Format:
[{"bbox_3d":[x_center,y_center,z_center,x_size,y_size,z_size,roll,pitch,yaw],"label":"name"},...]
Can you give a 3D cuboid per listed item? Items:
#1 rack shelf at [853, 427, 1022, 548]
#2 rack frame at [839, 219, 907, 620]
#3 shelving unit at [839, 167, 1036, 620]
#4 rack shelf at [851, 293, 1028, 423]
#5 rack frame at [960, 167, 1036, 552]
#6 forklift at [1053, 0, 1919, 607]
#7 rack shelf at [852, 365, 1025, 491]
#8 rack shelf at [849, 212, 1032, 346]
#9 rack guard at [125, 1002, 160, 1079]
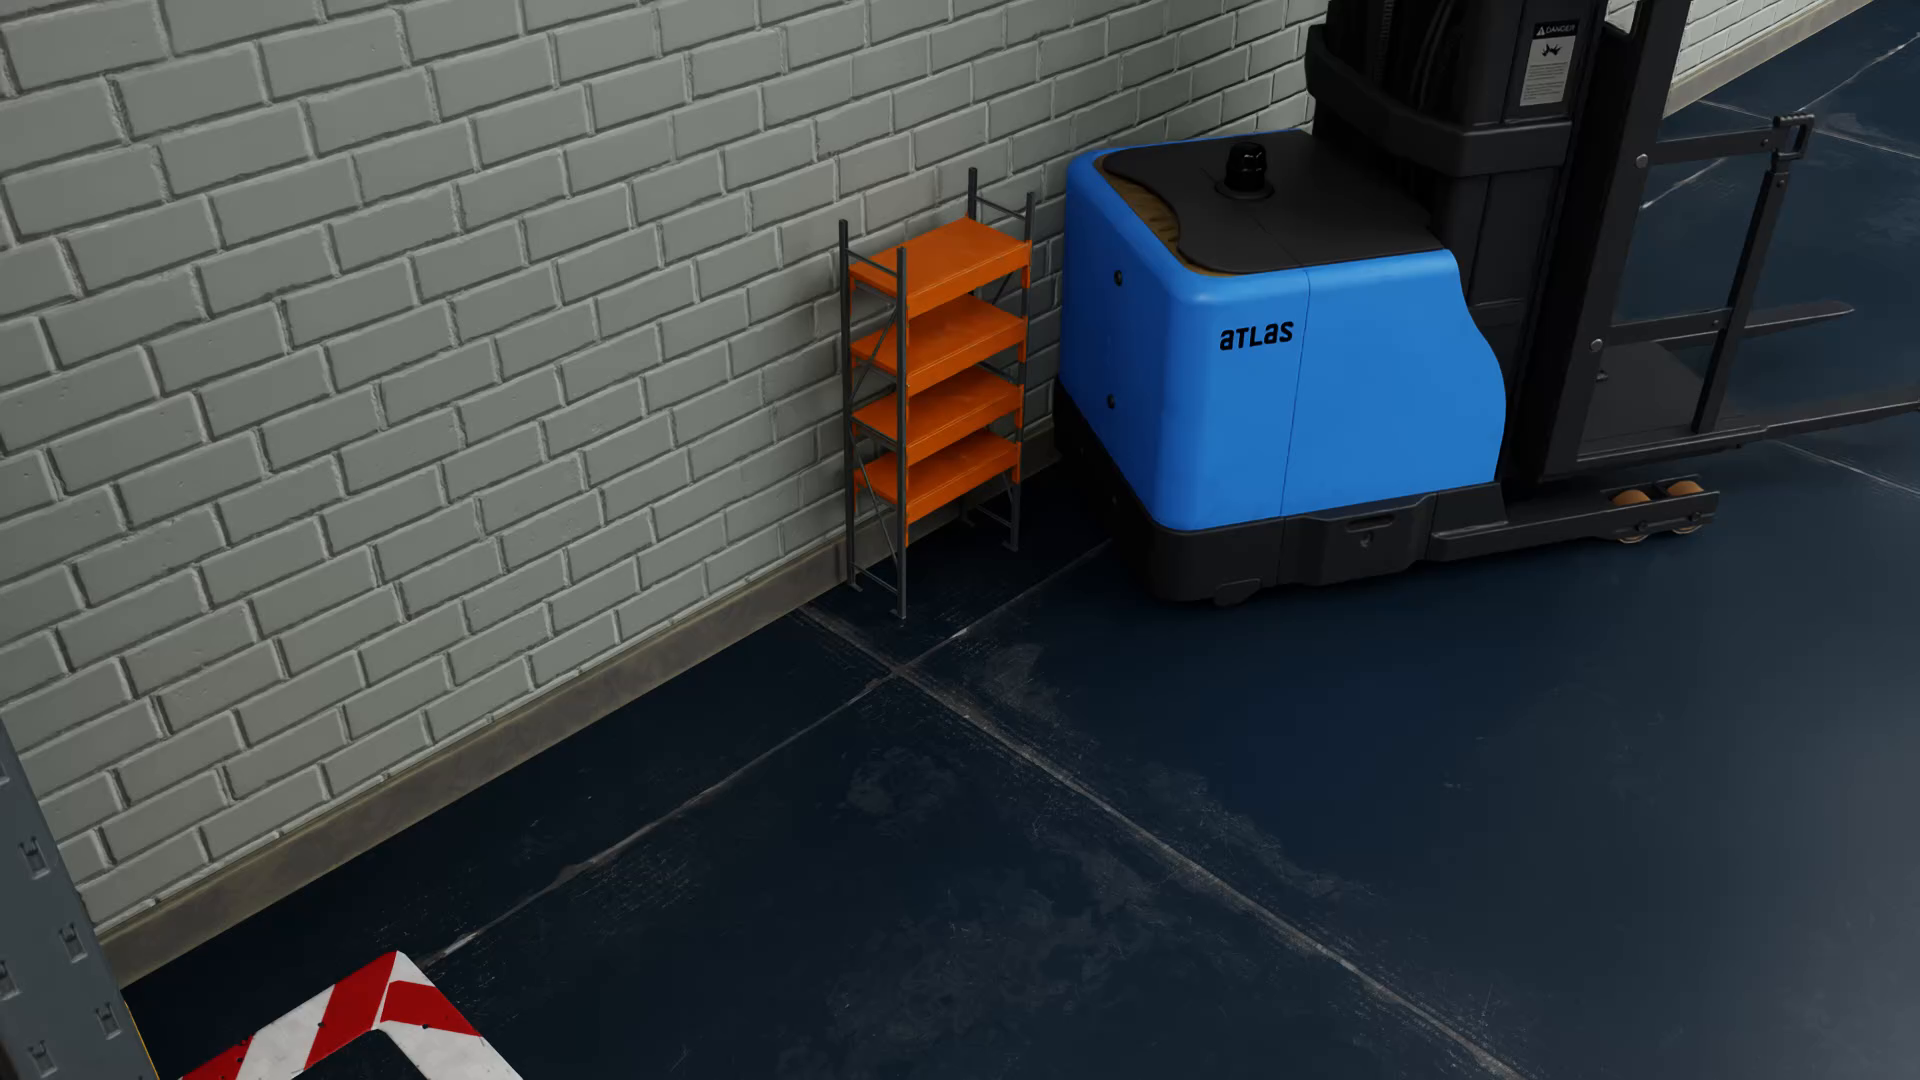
[{"bbox_3d":[-0.074,-0.186,4.926,0.258,0.148,0.480,31,45,34],"label":"rack shelf"},{"bbox_3d":[-0.238,-0.301,4.626,0.240,1.200,0.015,31,45,34],"label":"rack frame"},{"bbox_3d":[-0.068,-0.401,4.770,0.258,1.200,0.503,31,45,34],"label":"shelving unit"},{"bbox_3d":[-0.065,-0.528,4.677,0.258,0.148,0.480,31,45,34],"label":"rack shelf"},{"bbox_3d":[0.102,-0.501,4.913,0.240,1.200,0.015,31,45,34],"label":"rack frame"},{"bbox_3d":[1.886,-1.473,4.800,3.031,2.935,1.130,-9,36,-13],"label":"forklift"},{"bbox_3d":[-0.069,-0.347,4.809,0.258,0.148,0.480,31,45,34],"label":"rack shelf"},{"bbox_3d":[-0.060,-0.719,4.538,0.258,0.148,0.480,31,45,34],"label":"rack shelf"},{"bbox_3d":[-1.366,1.331,2.905,1.175,0.500,0.348,30,45,35],"label":"rack guard"}]
